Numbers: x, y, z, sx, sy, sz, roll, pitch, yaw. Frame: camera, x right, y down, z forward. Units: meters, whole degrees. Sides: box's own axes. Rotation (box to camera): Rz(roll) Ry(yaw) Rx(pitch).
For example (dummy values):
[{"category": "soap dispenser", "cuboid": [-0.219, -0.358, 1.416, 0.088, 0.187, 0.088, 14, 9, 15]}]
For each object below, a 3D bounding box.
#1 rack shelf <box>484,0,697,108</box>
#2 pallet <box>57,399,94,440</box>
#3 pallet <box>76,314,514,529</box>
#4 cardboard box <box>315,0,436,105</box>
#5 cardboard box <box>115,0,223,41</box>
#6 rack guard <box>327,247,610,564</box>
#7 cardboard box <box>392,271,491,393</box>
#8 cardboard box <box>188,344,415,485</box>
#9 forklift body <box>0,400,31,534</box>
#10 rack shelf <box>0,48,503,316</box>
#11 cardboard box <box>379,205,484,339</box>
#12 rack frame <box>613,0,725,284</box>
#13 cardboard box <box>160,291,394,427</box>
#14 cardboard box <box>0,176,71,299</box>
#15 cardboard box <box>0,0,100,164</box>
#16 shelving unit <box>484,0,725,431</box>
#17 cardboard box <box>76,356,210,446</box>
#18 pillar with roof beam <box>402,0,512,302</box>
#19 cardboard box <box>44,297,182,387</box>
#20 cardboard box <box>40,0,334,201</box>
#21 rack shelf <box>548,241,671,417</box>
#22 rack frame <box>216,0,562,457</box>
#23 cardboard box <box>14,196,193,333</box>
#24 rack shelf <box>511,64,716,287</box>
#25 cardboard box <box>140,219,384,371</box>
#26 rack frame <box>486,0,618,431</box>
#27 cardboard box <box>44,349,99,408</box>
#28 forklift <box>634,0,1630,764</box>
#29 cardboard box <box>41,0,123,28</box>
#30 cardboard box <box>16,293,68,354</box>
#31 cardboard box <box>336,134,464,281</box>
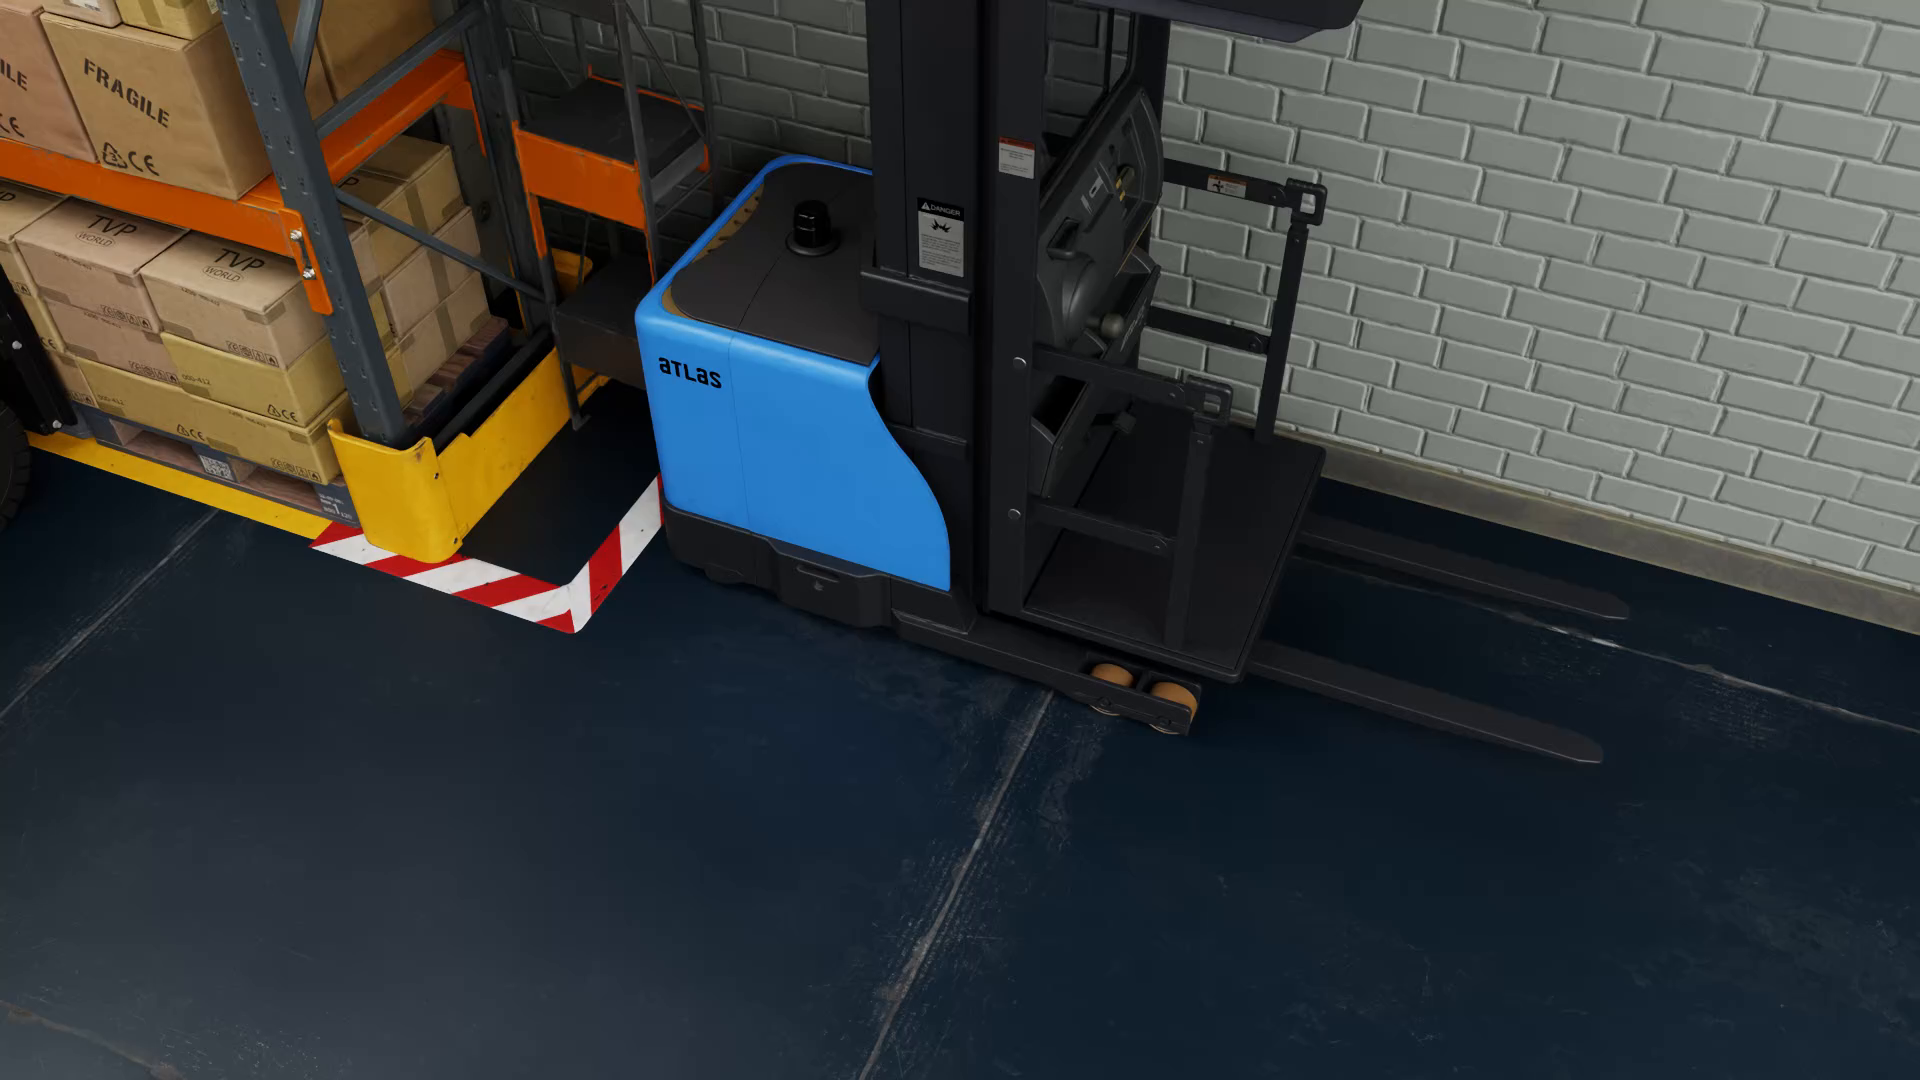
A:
[{"category": "rack shelf", "cuboid": [-1.102, -1.674, 4.968, 0.480, 0.518, 0.431, 21, 48, 19]}, {"category": "pallet", "cuboid": [-3.564, -0.927, 6.531, 1.213, 0.211, 1.003, 16, 47, 16]}, {"category": "pallet", "cuboid": [-2.442, -0.594, 6.197, 1.213, 0.211, 1.003, 16, 47, 16]}, {"category": "cardboard box", "cuboid": [-2.071, -1.753, 5.314, 0.500, 0.500, 0.500, 18, 48, 17]}, {"category": "cardboard box", "cuboid": [-2.148, -1.579, 4.680, 0.250, 0.149, 0.380, 17, 47, 16]}, {"category": "rack guard", "cuboid": [-1.698, -0.510, 5.908, 0.348, 0.500, 1.175, 16, 47, 16]}, {"category": "cardboard box", "cuboid": [-2.099, -0.837, 6.116, 0.500, 0.250, 0.500, 17, 47, 16]}, {"category": "cardboard box", "cuboid": [-2.276, -0.498, 5.776, 0.500, 0.250, 0.500, 17, 47, 16]}, {"category": "forklift body", "cuboid": [-4.173, -0.429, 4.656, 1.214, 2.155, 2.313, 16, 47, 16]}, {"category": "rack shelf", "cuboid": [-3.566, -1.690, 5.832, 4.000, 0.370, 1.077, 16, 47, 16]}, {"category": "cardboard box", "cuboid": [-2.074, -1.017, 5.942, 0.500, 0.250, 0.500, 17, 47, 17]}, {"category": "rack frame", "cuboid": [-0.891, -1.109, 5.375, 0.015, 2.100, 0.400, 21, 48, 19]}, {"category": "cardboard box", "cuboid": [-2.290, -0.682, 5.606, 0.500, 0.250, 0.500, 16, 47, 15]}, {"category": "cardboard box", "cuboid": [-3.209, -1.118, 5.690, 0.500, 0.250, 0.500, 17, 47, 16]}, {"category": "cardboard box", "cuboid": [-2.751, -1.547, 5.108, 0.500, 0.500, 0.500, 18, 48, 17]}, {"category": "shelving unit", "cuboid": [-1.108, -1.190, 5.454, 0.503, 2.100, 0.431, 21, 48, 19]}, {"category": "cardboard box", "cuboid": [-2.731, -0.640, 5.918, 0.500, 0.250, 0.500, 16, 47, 16]}, {"category": "pillar with roof beam", "cuboid": [-3.674, -1.502, 0.880, 0.400, 9.000, 9.100, 16, 47, 16]}, {"category": "cardboard box", "cuboid": [-2.749, -0.826, 5.750, 0.500, 0.250, 0.500, 16, 47, 15]}, {"category": "cardboard box", "cuboid": [-2.276, -1.400, 4.960, 0.500, 0.500, 0.500, 15, 47, 15]}, {"category": "rack shelf", "cuboid": [-1.113, -0.686, 5.959, 0.480, 0.518, 0.431, 21, 48, 19]}, {"category": "rack frame", "cuboid": [-1.720, -1.402, 5.033, 0.127, 3.000, 1.000, 16, 47, 16]}, {"category": "cardboard box", "cuboid": [-2.739, -0.988, 5.559, 0.500, 0.250, 0.500, 17, 47, 17]}, {"category": "rack shelf", "cuboid": [-1.108, -1.180, 5.463, 0.480, 0.518, 0.431, 21, 48, 19]}, {"category": "cardboard box", "cuboid": [-2.266, -0.853, 5.423, 0.500, 0.250, 0.500, 18, 48, 17]}, {"category": "rack frame", "cuboid": [-1.324, -1.271, 5.532, 0.015, 2.100, 0.400, 21, 48, 19]}, {"category": "cardboard box", "cuboid": [-3.189, -0.781, 6.060, 0.500, 0.250, 0.500, 17, 47, 16]}, {"category": "forklift", "cuboid": [0.580, -0.868, 4.544, 3.031, 2.935, 1.130, 16, 47, 16]}, {"category": "cardboard box", "cuboid": [-2.396, -1.629, 4.730, 0.250, 0.149, 0.380, 17, 47, 16]}, {"category": "cardboard box", "cuboid": [-3.233, -0.952, 5.877, 0.500, 0.250, 0.500, 15, 47, 15]}, {"category": "cardboard box", "cuboid": [-2.091, -1.185, 5.757, 0.500, 0.250, 0.500, 16, 47, 15]}]
